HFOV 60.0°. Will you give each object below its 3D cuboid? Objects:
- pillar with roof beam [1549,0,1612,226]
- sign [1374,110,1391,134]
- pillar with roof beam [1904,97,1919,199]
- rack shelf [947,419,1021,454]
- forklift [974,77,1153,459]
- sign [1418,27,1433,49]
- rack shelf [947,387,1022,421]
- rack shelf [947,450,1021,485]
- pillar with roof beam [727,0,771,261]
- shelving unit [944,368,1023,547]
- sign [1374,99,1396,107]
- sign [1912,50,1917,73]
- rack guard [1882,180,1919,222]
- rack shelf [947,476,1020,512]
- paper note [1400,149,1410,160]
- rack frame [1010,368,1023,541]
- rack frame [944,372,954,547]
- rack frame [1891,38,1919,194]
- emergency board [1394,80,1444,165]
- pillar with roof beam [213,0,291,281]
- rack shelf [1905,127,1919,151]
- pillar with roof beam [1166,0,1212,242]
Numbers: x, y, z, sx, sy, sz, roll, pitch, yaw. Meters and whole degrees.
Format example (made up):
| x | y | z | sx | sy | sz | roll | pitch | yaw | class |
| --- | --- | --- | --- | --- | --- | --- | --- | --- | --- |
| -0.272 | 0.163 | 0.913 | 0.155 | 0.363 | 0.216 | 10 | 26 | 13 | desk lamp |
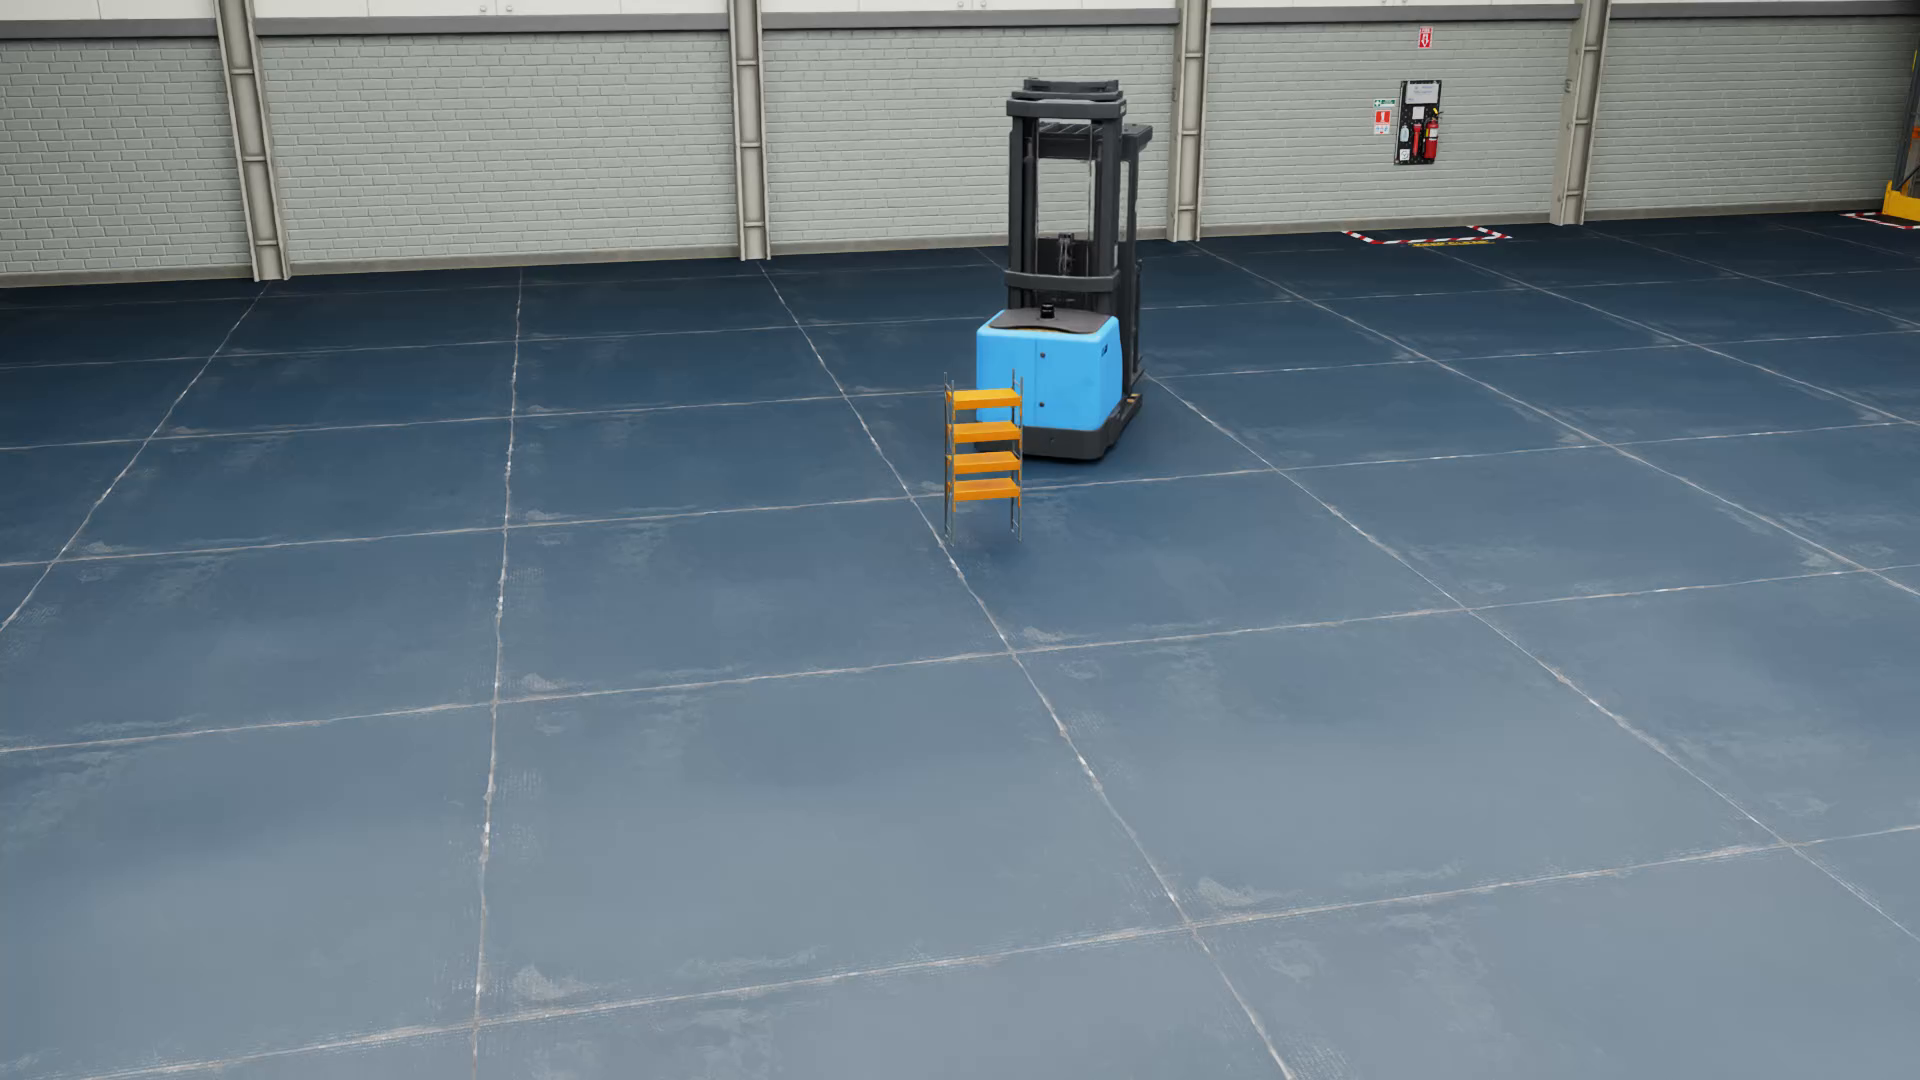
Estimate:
| x | y | z | sx | sy | sz | roll | pitch | yaw | class |
| --- | --- | --- | --- | --- | --- | --- | --- | --- | --- |
| 9.950 | -7.469 | 19.122 | 0.400 | 9.000 | 9.100 | -5 | 21 | -12 | pillar with roof beam |
| 5.984 | -5.918 | 23.557 | 0.234 | 0.329 | 0.001 | -5 | 21 | -12 | sign |
| 15.789 | -7.944 | 20.419 | 0.400 | 9.000 | 9.100 | -5 | 21 | -12 | pillar with roof beam |
| 0.161 | -0.723 | 11.590 | 0.480 | 0.148 | 0.258 | -5 | 21 | -12 | rack shelf |
| 1.016 | -2.497 | 14.371 | 1.130 | 2.935 | 3.031 | 6 | 21 | 15 | forklift |
| 6.515 | -7.032 | 23.279 | 0.199 | 0.298 | 0.001 | -5 | 21 | -12 | sign |
| 0.161 | -0.945 | 11.509 | 0.480 | 0.148 | 0.258 | -5 | 21 | -12 | rack shelf |
| 0.161 | -0.513 | 11.667 | 0.480 | 0.148 | 0.258 | -5 | 21 | -12 | rack shelf |
| -1.728 | -6.520 | 16.529 | 0.400 | 9.000 | 9.100 | -5 | 21 | -12 | pillar with roof beam |
| 0.161 | -0.577 | 11.644 | 0.503 | 1.200 | 0.258 | -5 | 21 | -12 | shelving unit |
| 5.991 | -6.164 | 23.459 | 0.331 | 0.109 | 0.001 | -5 | 21 | -12 | sign |
| 14.208 | -7.103 | 24.701 | 0.005 | 0.325 | 0.100 | -5 | 21 | -12 | sign |
| 14.391 | -5.056 | 24.889 | 0.348 | 0.500 | 1.175 | -5 | 21 | -12 | rack guard |
| 0.161 | -0.327 | 11.735 | 0.480 | 0.148 | 0.258 | -5 | 21 | -12 | rack shelf |
| 6.358 | -5.506 | 23.765 | 0.142 | 0.148 | 0.016 | -5 | 21 | -12 | paper note |
| 0.399 | -0.596 | 11.697 | 0.015 | 1.200 | 0.240 | -5 | 21 | -12 | rack frame |
| -0.076 | -0.557 | 11.591 | 0.015 | 1.200 | 0.240 | -5 | 21 | -12 | rack frame |
| 14.317 | -6.223 | 24.443 | 0.127 | 3.000 | 1.000 | -5 | 21 | -12 | rack frame |
| 6.546 | -5.911 | 23.589 | 0.643 | 1.169 | 0.194 | -5 | 21 | -12 | emergency board |
| -7.567 | -6.045 | 15.233 | 0.400 | 9.000 | 9.100 | -5 | 21 | -12 | pillar with roof beam |
| 16.263 | -6.044 | 24.999 | 4.000 | 0.370 | 1.077 | -5 | 21 | -12 | rack shelf |
| 4.111 | -6.994 | 17.826 | 0.400 | 9.000 | 9.100 | -5 | 21 | -12 | pillar with roof beam |
